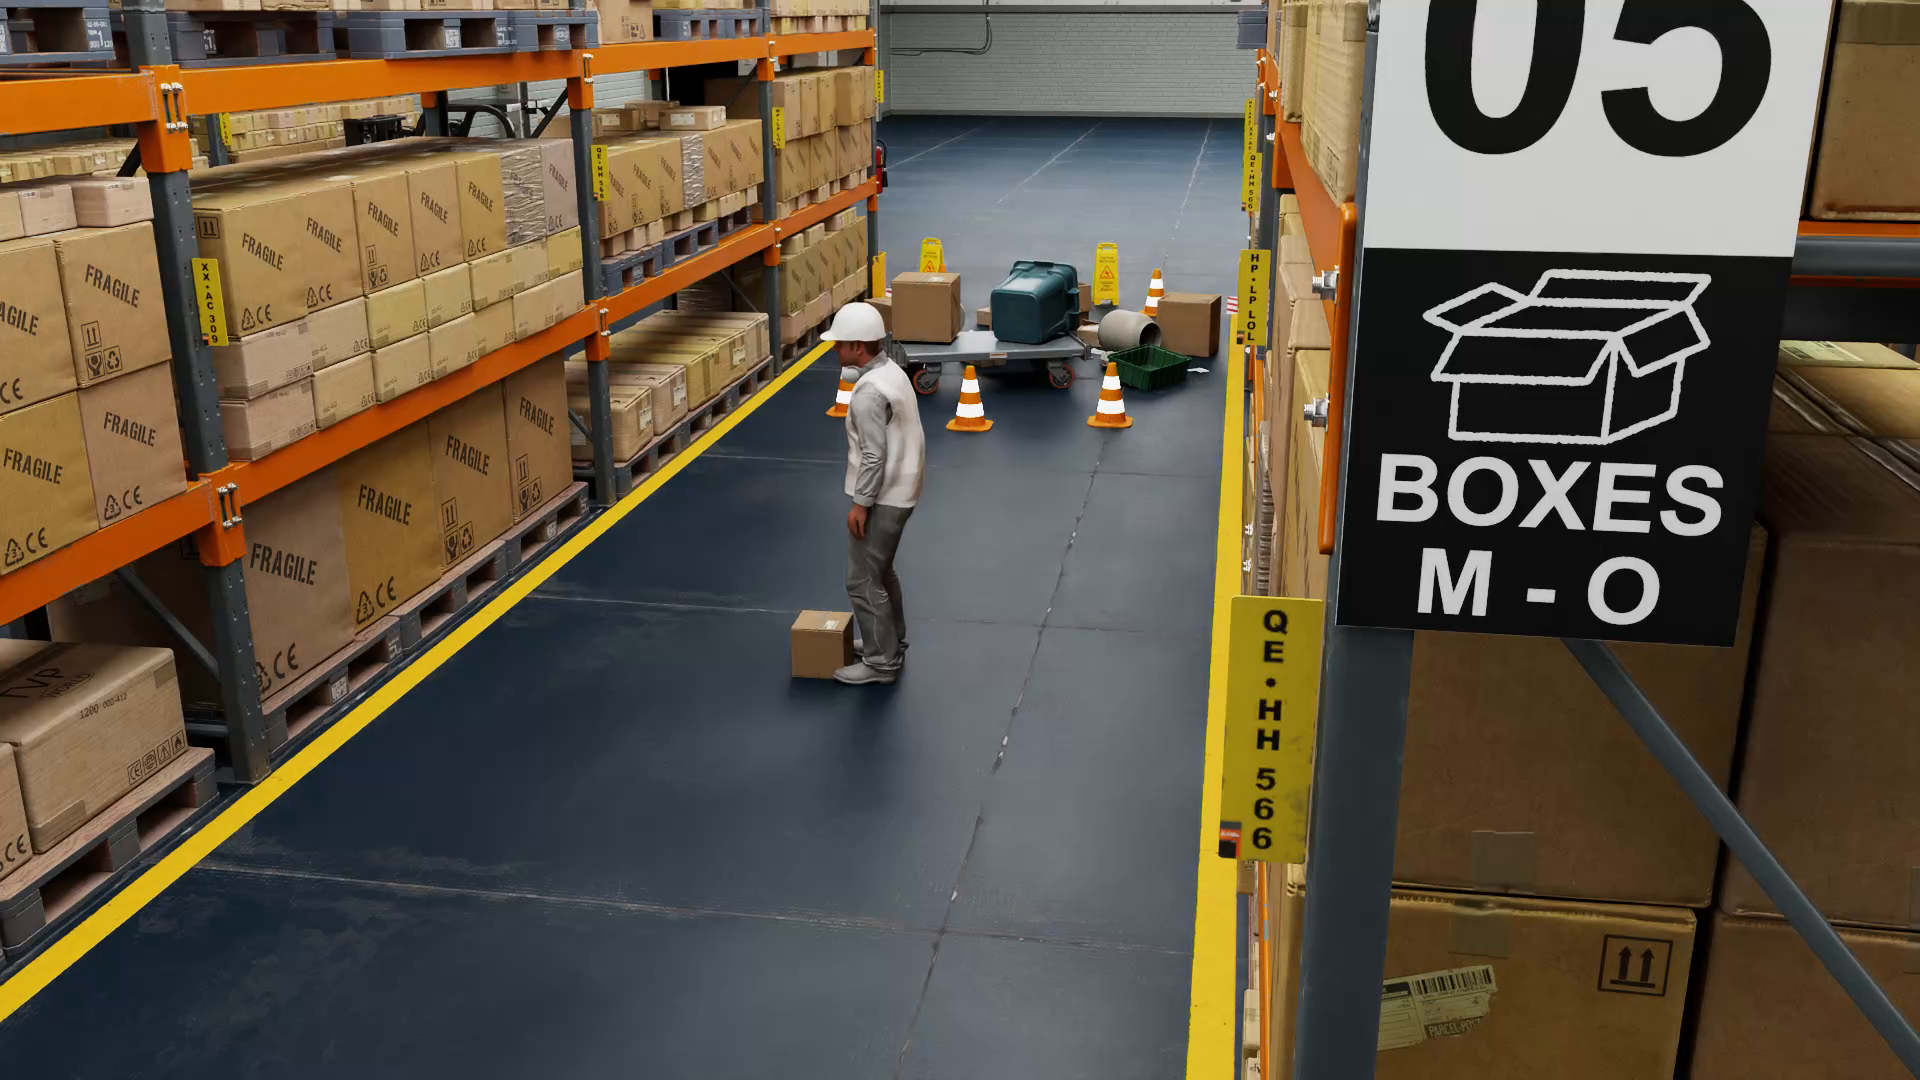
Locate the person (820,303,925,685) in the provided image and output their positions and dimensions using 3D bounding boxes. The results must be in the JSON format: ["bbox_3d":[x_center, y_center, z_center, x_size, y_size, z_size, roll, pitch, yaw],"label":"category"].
[{"bbox_3d":[-0.393,-0.215,7.683,0.463,1.770,0.577,3,18,8],"label":"person"}]
